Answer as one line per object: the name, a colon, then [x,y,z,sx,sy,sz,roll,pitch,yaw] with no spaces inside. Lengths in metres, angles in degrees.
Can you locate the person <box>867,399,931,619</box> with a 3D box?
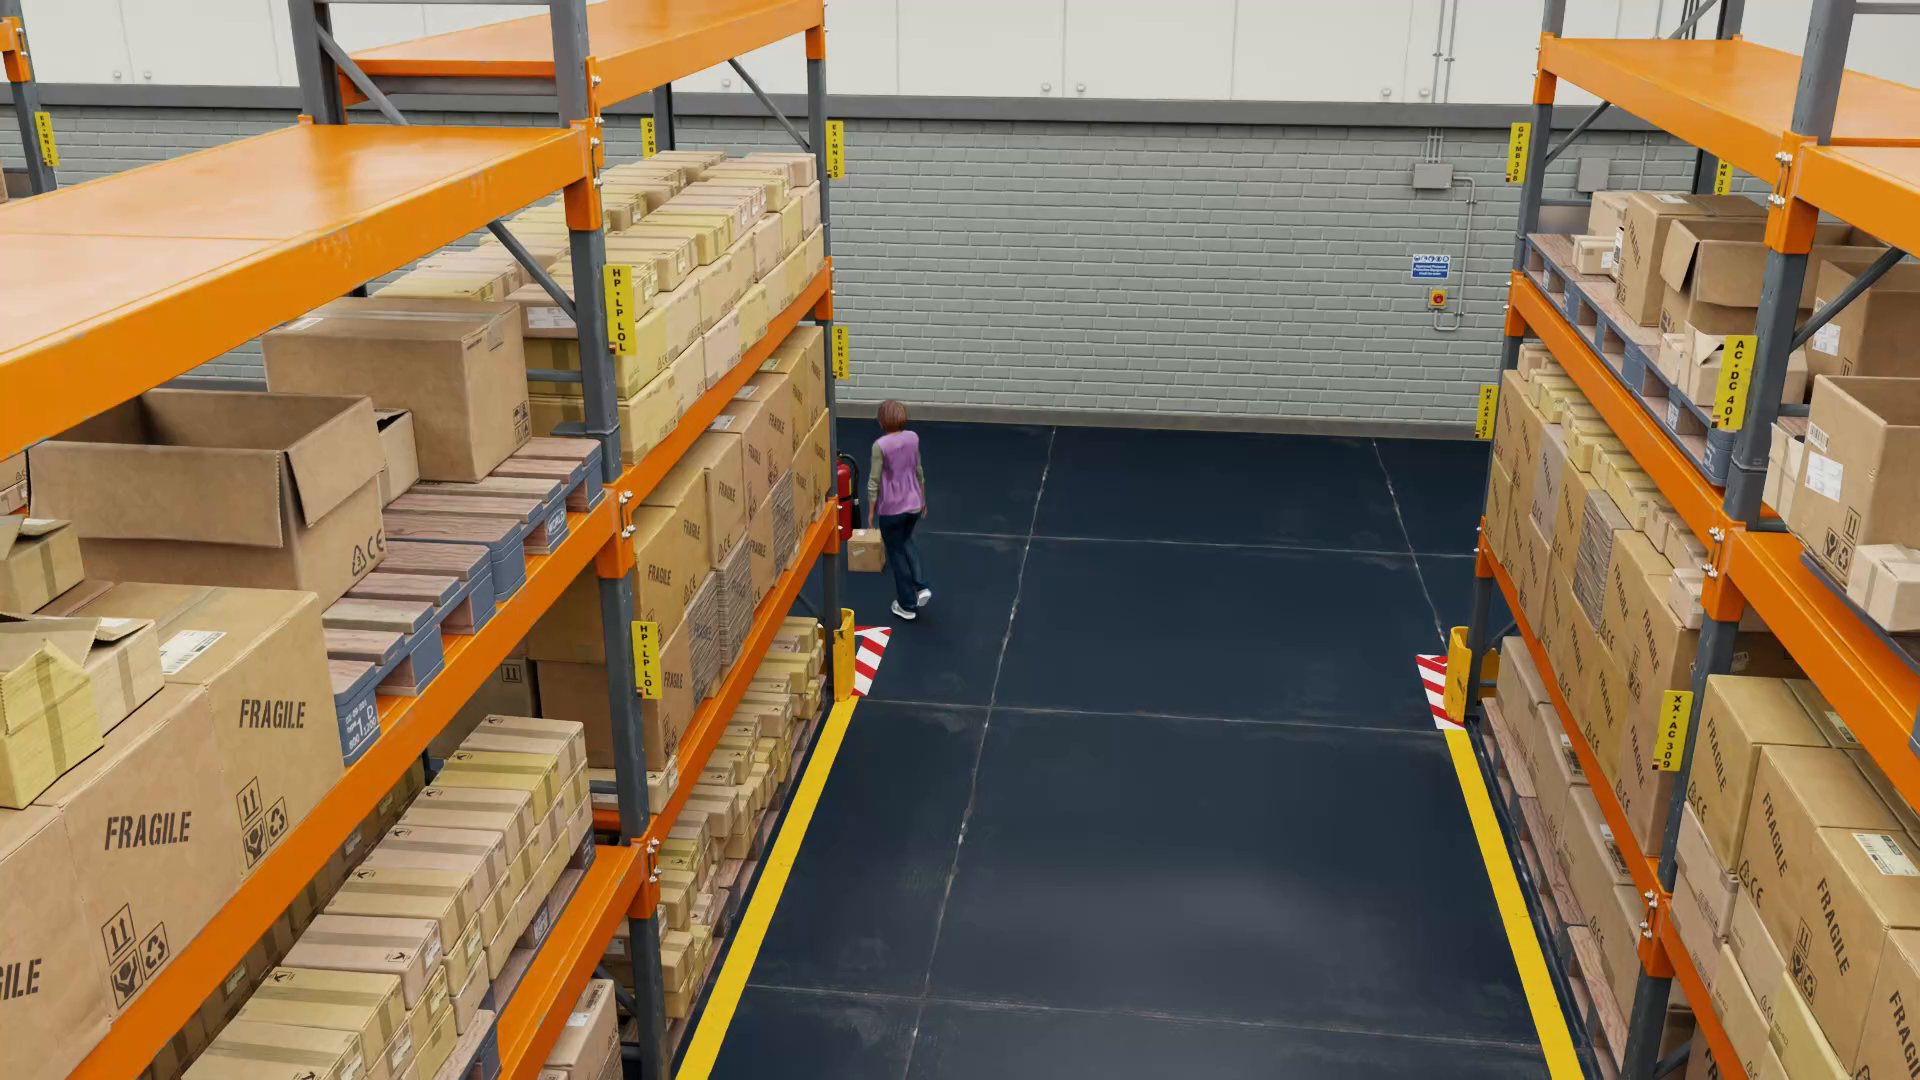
person: [-0.430,-0.209,11.603,0.479,1.582,0.400,-15,26,-32]
